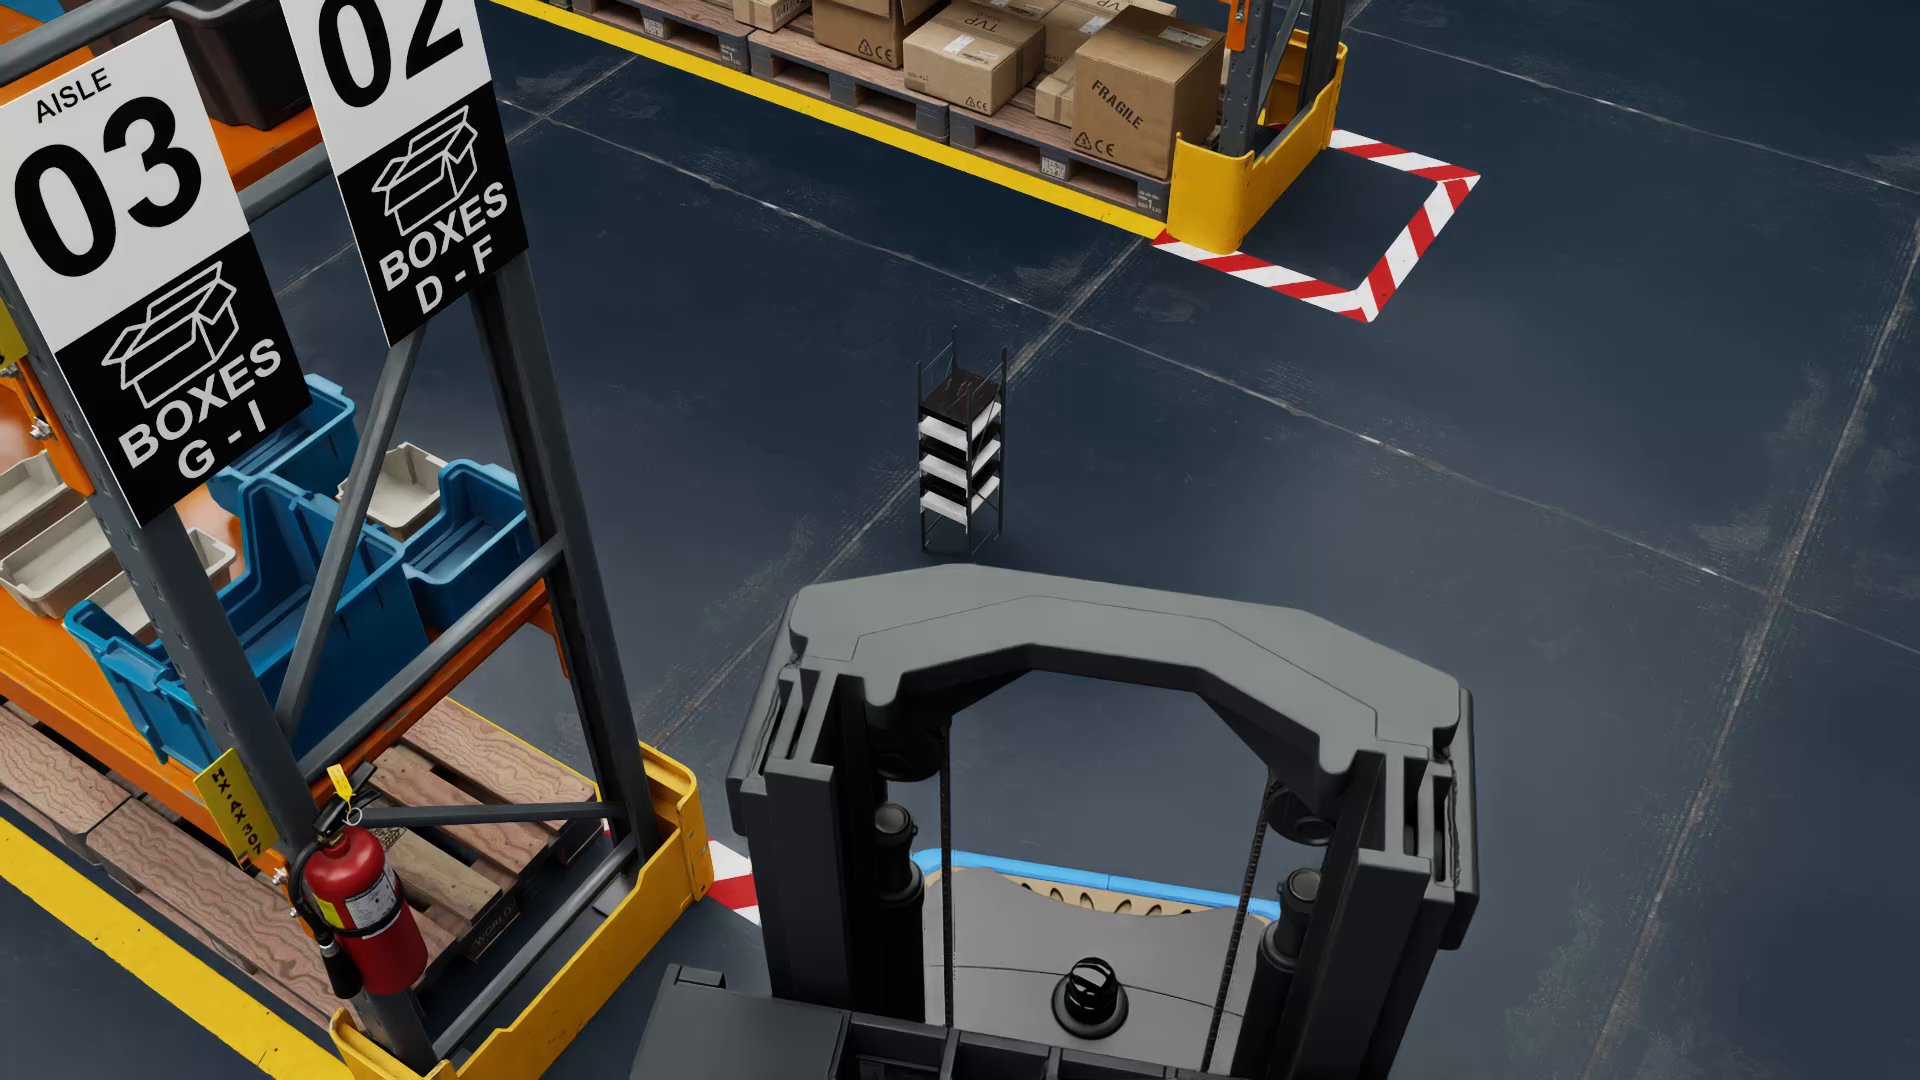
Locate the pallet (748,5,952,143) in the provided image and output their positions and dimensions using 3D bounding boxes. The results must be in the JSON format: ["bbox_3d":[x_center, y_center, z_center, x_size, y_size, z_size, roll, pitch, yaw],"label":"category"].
[{"bbox_3d":[-0.314,-2.541,8.572,1.213,0.211,1.003,25,51,22],"label":"pallet"}]

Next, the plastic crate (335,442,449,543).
[{"bbox_3d":[-1.488,-0.111,4.408,0.298,0.136,0.250,25,51,22],"label":"plastic crate"}]

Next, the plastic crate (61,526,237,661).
[{"bbox_3d":[-2.017,0.151,4.153,0.243,0.136,0.396,25,51,22],"label":"plastic crate"}]

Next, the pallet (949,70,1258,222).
[{"bbox_3d":[0.709,-2.068,8.112,1.213,0.211,1.003,25,51,22],"label":"pallet"}]

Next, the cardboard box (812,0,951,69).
[{"bbox_3d":[-0.339,-2.810,8.323,0.637,0.503,0.797,25,51,22],"label":"cardboard box"}]

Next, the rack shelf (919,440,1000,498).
[{"bbox_3d":[0.007,-0.287,5.948,0.200,0.077,0.258,25,51,22],"label":"rack shelf"}]

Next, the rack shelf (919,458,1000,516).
[{"bbox_3d":[0.007,-0.225,6.013,0.200,0.077,0.258,25,51,22],"label":"rack shelf"}]

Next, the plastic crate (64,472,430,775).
[{"bbox_3d":[-1.616,0.237,3.862,0.499,0.435,0.616,25,51,22],"label":"plastic crate"}]

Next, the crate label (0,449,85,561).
[{"bbox_3d":[-2.501,-0.063,4.361,0.243,0.136,0.396,25,51,22],"label":"crate label"}]

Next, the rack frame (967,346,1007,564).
[{"bbox_3d":[0.092,-0.271,5.886,0.006,0.900,0.240,25,51,22],"label":"rack frame"}]

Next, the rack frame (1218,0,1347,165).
[{"bbox_3d":[1.444,-2.702,6.784,0.127,3.000,1.000,25,51,22],"label":"rack frame"}]

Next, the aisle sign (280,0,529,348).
[{"bbox_3d":[-1.012,-0.771,3.095,0.004,0.787,0.394,25,51,22],"label":"aisle sign"}]

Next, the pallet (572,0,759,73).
[{"bbox_3d":[-1.345,-3.012,9.030,1.213,0.211,1.003,25,51,22],"label":"pallet"}]

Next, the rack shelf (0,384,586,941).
[{"bbox_3d":[-2.917,-0.237,4.890,4.000,0.370,1.077,25,51,22],"label":"rack shelf"}]

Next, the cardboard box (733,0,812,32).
[{"bbox_3d":[-0.953,-2.795,8.543,0.250,0.166,0.380,25,51,22],"label":"cardboard box"}]

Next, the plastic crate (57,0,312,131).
[{"bbox_3d":[-1.407,-1.030,3.159,0.590,0.269,0.497,25,51,22],"label":"plastic crate"}]

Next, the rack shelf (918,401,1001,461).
[{"bbox_3d":[0.007,-0.413,5.819,0.200,0.077,0.258,25,51,22],"label":"rack shelf"}]

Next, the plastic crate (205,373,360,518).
[{"bbox_3d":[-1.817,-0.225,4.452,0.300,0.233,0.416,25,51,22],"label":"plastic crate"}]

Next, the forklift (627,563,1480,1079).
[{"bbox_3d":[0.082,1.570,2.681,1.130,2.935,3.031,8,46,7],"label":"forklift"}]

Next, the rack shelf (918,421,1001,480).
[{"bbox_3d":[0.007,-0.350,5.884,0.200,0.077,0.258,25,51,22],"label":"rack shelf"}]

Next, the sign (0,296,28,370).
[{"bbox_3d":[-1.516,-0.384,2.513,0.005,0.325,0.100,25,51,22],"label":"sign"}]

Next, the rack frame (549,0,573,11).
[{"bbox_3d":[-1.923,-4.251,8.289,0.127,3.000,1.000,25,51,22],"label":"rack frame"}]

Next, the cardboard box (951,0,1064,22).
[{"bbox_3d":[0.298,-2.666,8.360,0.500,0.250,0.500,25,51,22],"label":"cardboard box"}]

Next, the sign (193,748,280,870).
[{"bbox_3d":[-1.516,0.568,3.493,0.005,0.325,0.100,25,51,22],"label":"sign"}]

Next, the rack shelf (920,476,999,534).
[{"bbox_3d":[0.007,-0.162,6.077,0.200,0.077,0.258,25,51,22],"label":"rack shelf"}]

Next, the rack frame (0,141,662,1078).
[{"bbox_3d":[-1.233,0.287,3.880,0.127,3.000,1.000,25,51,22],"label":"rack frame"}]

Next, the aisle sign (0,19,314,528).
[{"bbox_3d":[-1.331,-0.415,2.749,0.004,0.787,0.394,25,51,22],"label":"aisle sign"}]

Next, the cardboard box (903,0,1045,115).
[{"bbox_3d":[0.070,-2.345,8.048,0.500,0.250,0.500,25,51,22],"label":"cardboard box"}]

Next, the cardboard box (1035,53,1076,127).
[{"bbox_3d":[0.561,-2.141,7.908,0.250,0.166,0.380,25,51,22],"label":"cardboard box"}]

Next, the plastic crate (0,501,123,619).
[{"bbox_3d":[-2.253,0.030,4.271,0.243,0.136,0.396,25,51,22],"label":"plastic crate"}]

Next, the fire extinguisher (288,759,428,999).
[{"bbox_3d":[-1.351,0.776,3.718,0.183,0.674,0.296,25,51,22],"label":"fire extinguisher"}]

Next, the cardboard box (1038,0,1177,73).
[{"bbox_3d":[0.719,-2.473,8.172,0.500,0.250,0.500,25,51,22],"label":"cardboard box"}]

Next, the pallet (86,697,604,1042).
[{"bbox_3d":[-1.906,0.916,5.213,1.213,0.211,1.003,25,51,22],"label":"pallet"}]

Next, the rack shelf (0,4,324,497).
[{"bbox_3d":[-2.917,-1.282,3.815,4.000,0.370,1.077,25,51,22],"label":"rack shelf"}]

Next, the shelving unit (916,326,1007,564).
[{"bbox_3d":[0.007,-0.310,5.924,0.210,0.900,0.258,25,51,22],"label":"shelving unit"}]

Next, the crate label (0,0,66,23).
[{"bbox_3d":[-1.835,-1.259,3.394,0.502,0.251,0.408,25,51,22],"label":"crate label"}]

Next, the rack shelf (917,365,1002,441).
[{"bbox_3d":[0.007,-0.475,5.754,0.200,0.077,0.258,25,51,22],"label":"rack shelf"}]

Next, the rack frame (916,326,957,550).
[{"bbox_3d":[-0.079,-0.350,5.962,0.006,0.900,0.240,25,51,22],"label":"rack frame"}]

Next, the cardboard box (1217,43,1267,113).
[{"bbox_3d":[1.277,-2.231,8.008,0.250,0.149,0.380,25,51,22],"label":"cardboard box"}]

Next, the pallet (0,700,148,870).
[{"bbox_3d":[-2.929,0.443,5.672,1.213,0.211,1.003,25,51,22],"label":"pallet"}]

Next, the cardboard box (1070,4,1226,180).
[{"bbox_3d":[0.854,-2.046,7.583,0.500,0.500,0.500,25,51,22],"label":"cardboard box"}]

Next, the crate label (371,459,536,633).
[{"bbox_3d":[-1.263,0.030,4.204,0.303,0.233,0.416,25,51,22],"label":"crate label"}]

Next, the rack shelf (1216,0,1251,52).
[{"bbox_3d":[-0.239,-3.226,7.795,4.000,0.370,1.077,25,51,22],"label":"rack shelf"}]

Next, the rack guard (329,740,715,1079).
[{"bbox_3d":[-1.206,1.159,4.775,0.348,0.500,1.175,25,51,22],"label":"rack guard"}]

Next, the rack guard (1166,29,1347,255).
[{"bbox_3d":[1.380,-1.860,7.709,0.348,0.500,1.175,25,51,22],"label":"rack guard"}]
